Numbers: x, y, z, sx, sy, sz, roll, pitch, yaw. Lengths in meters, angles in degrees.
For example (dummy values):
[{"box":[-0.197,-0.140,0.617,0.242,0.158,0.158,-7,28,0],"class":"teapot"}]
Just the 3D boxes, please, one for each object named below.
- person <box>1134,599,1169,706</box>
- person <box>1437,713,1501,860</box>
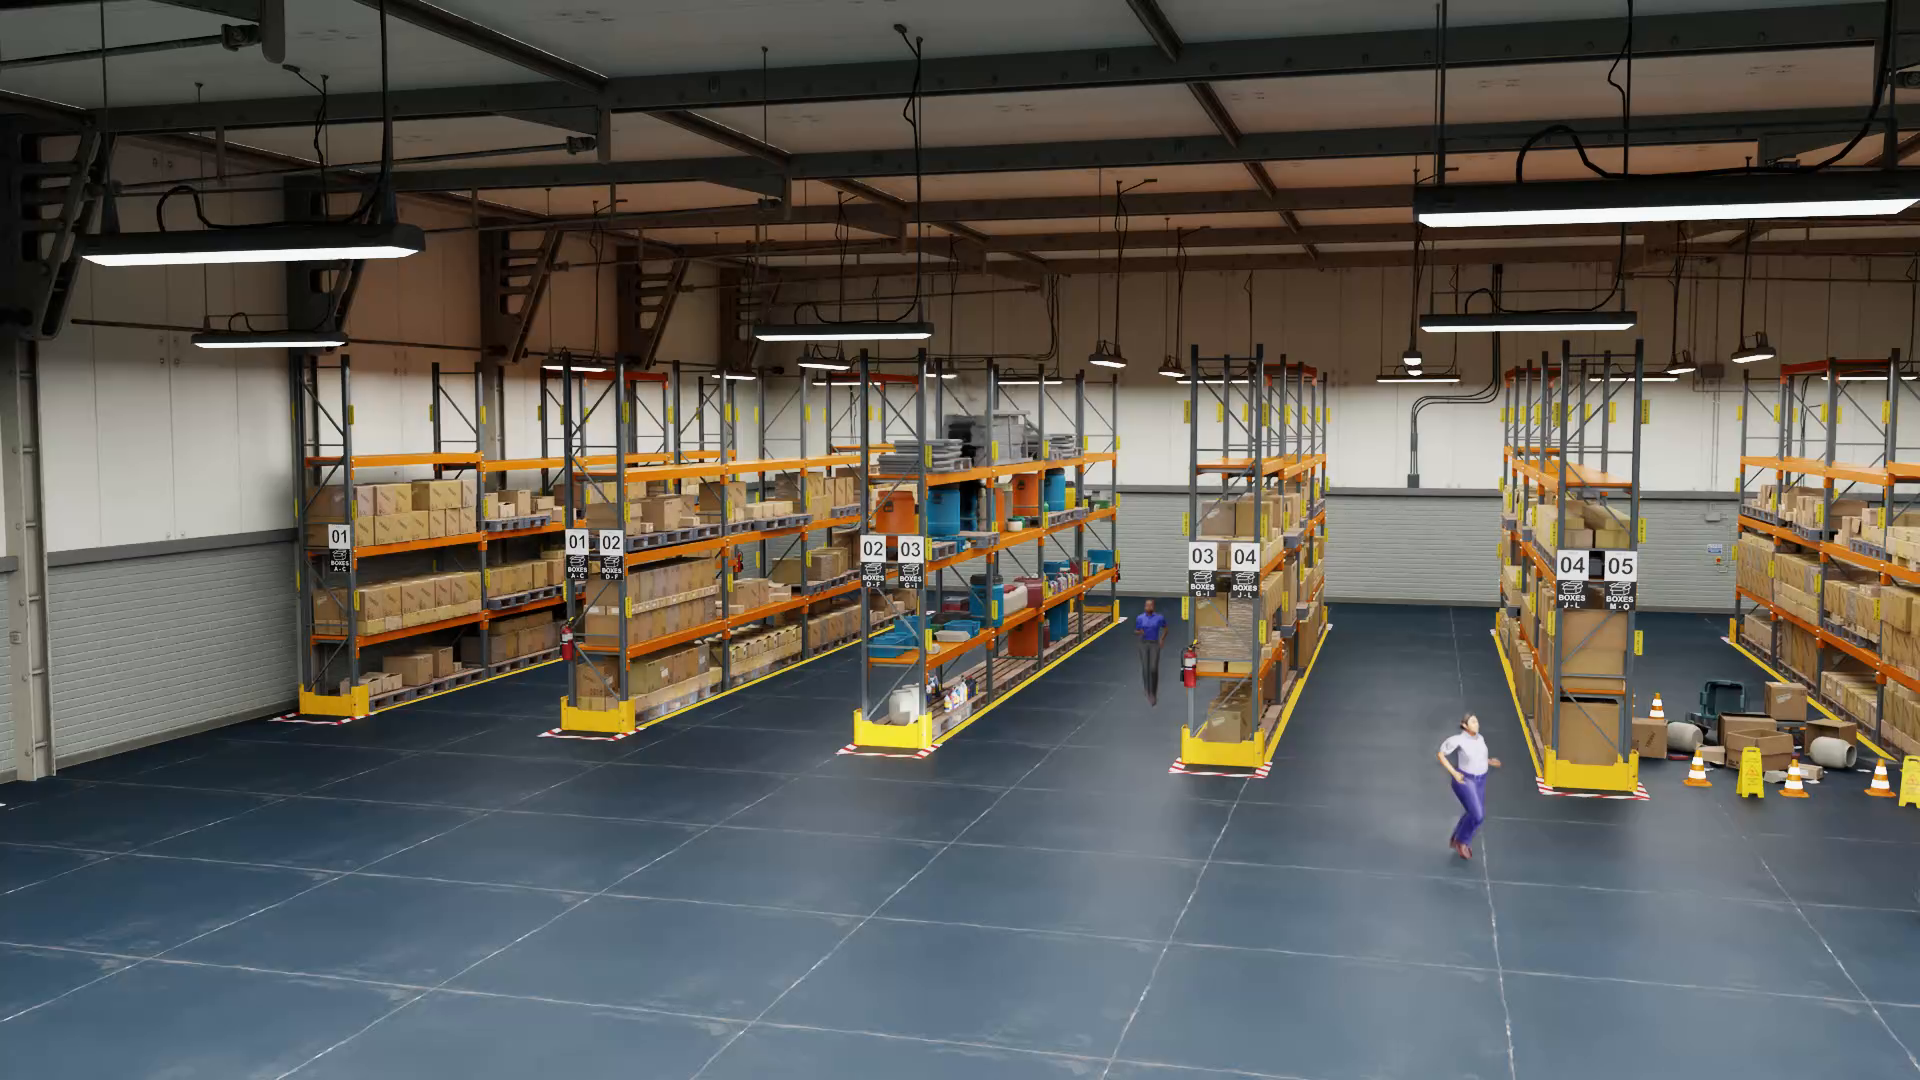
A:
[{"box":[3.143,1.854,27.496,0.553,1.757,0.665,1,4,13],"class":"person"},{"box":[5.785,2.788,18.799,0.585,1.664,0.638,-3,5,-35],"class":"person"}]
